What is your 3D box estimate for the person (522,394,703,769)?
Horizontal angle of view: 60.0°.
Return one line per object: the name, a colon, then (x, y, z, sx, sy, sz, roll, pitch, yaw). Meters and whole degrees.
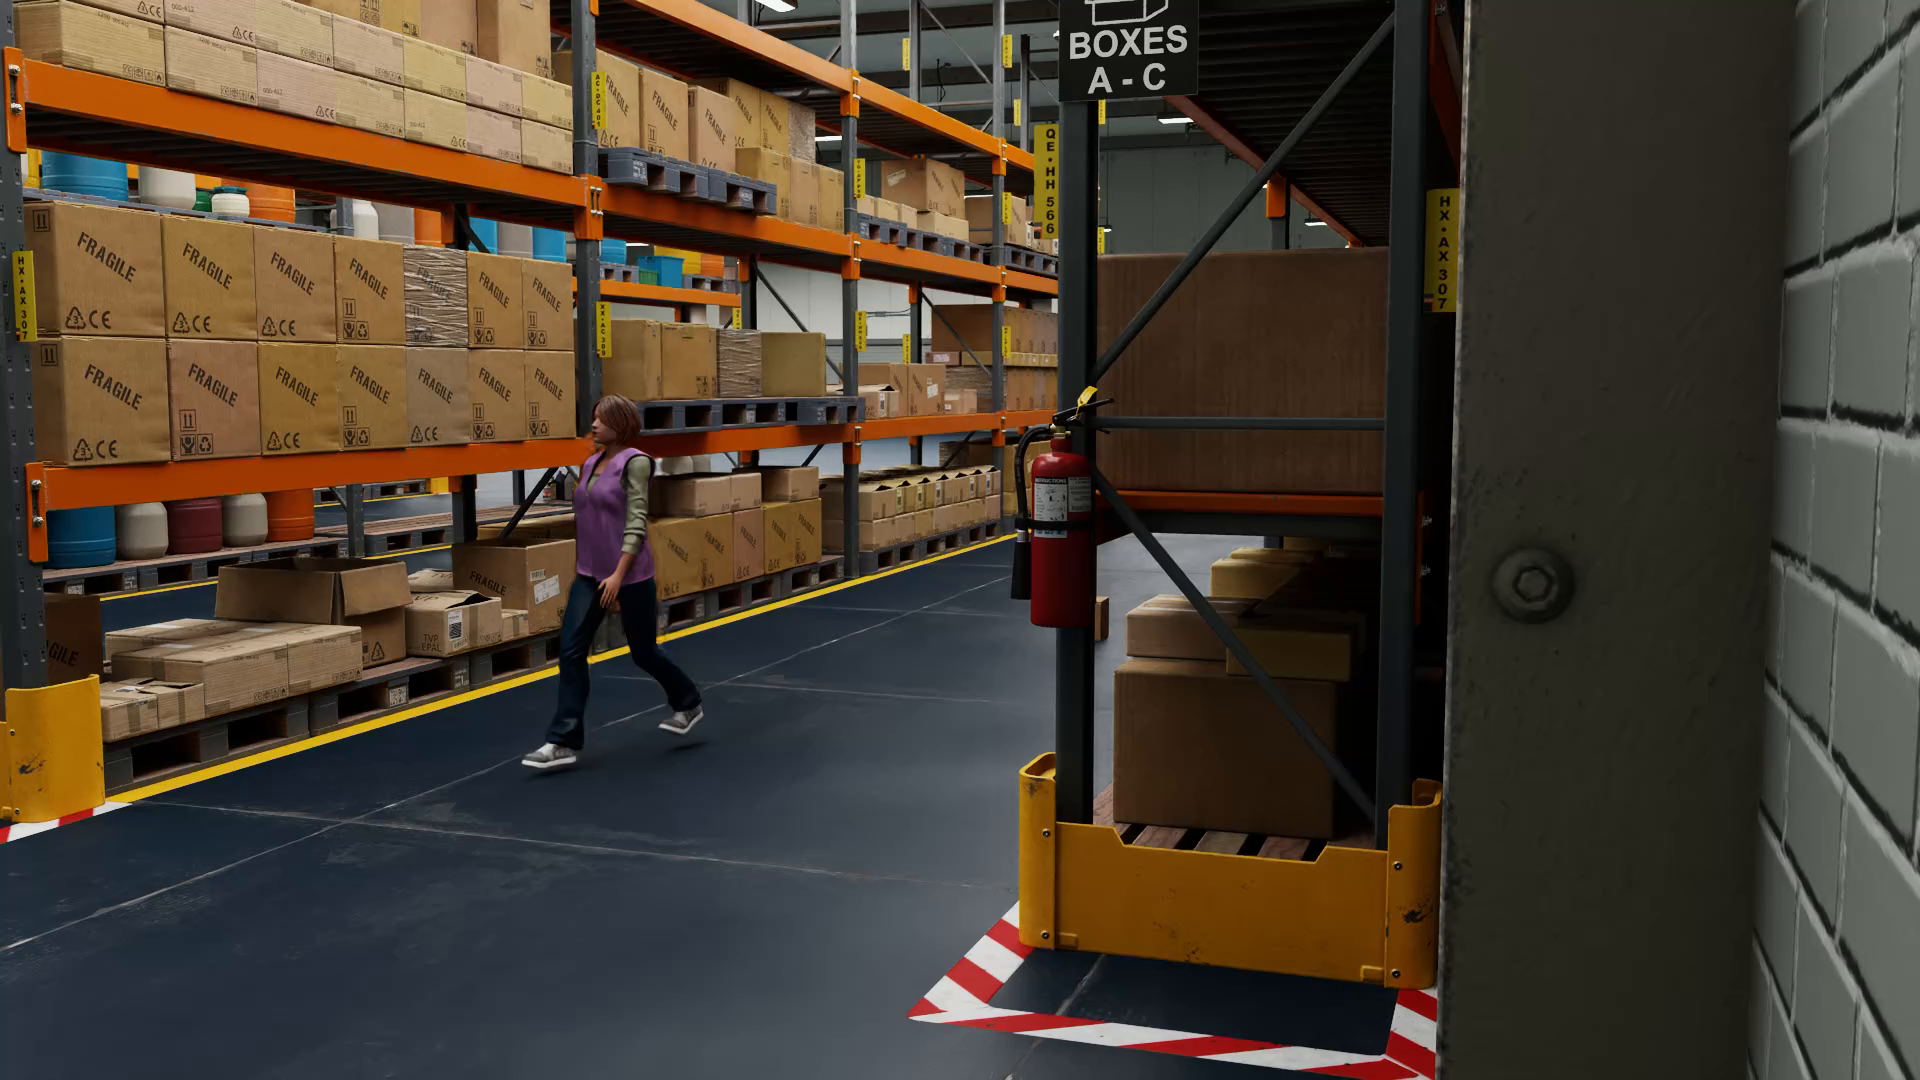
person: (-1.460, 0.165, 7.081, 0.405, 1.520, 0.928, 4, 6, 33)
